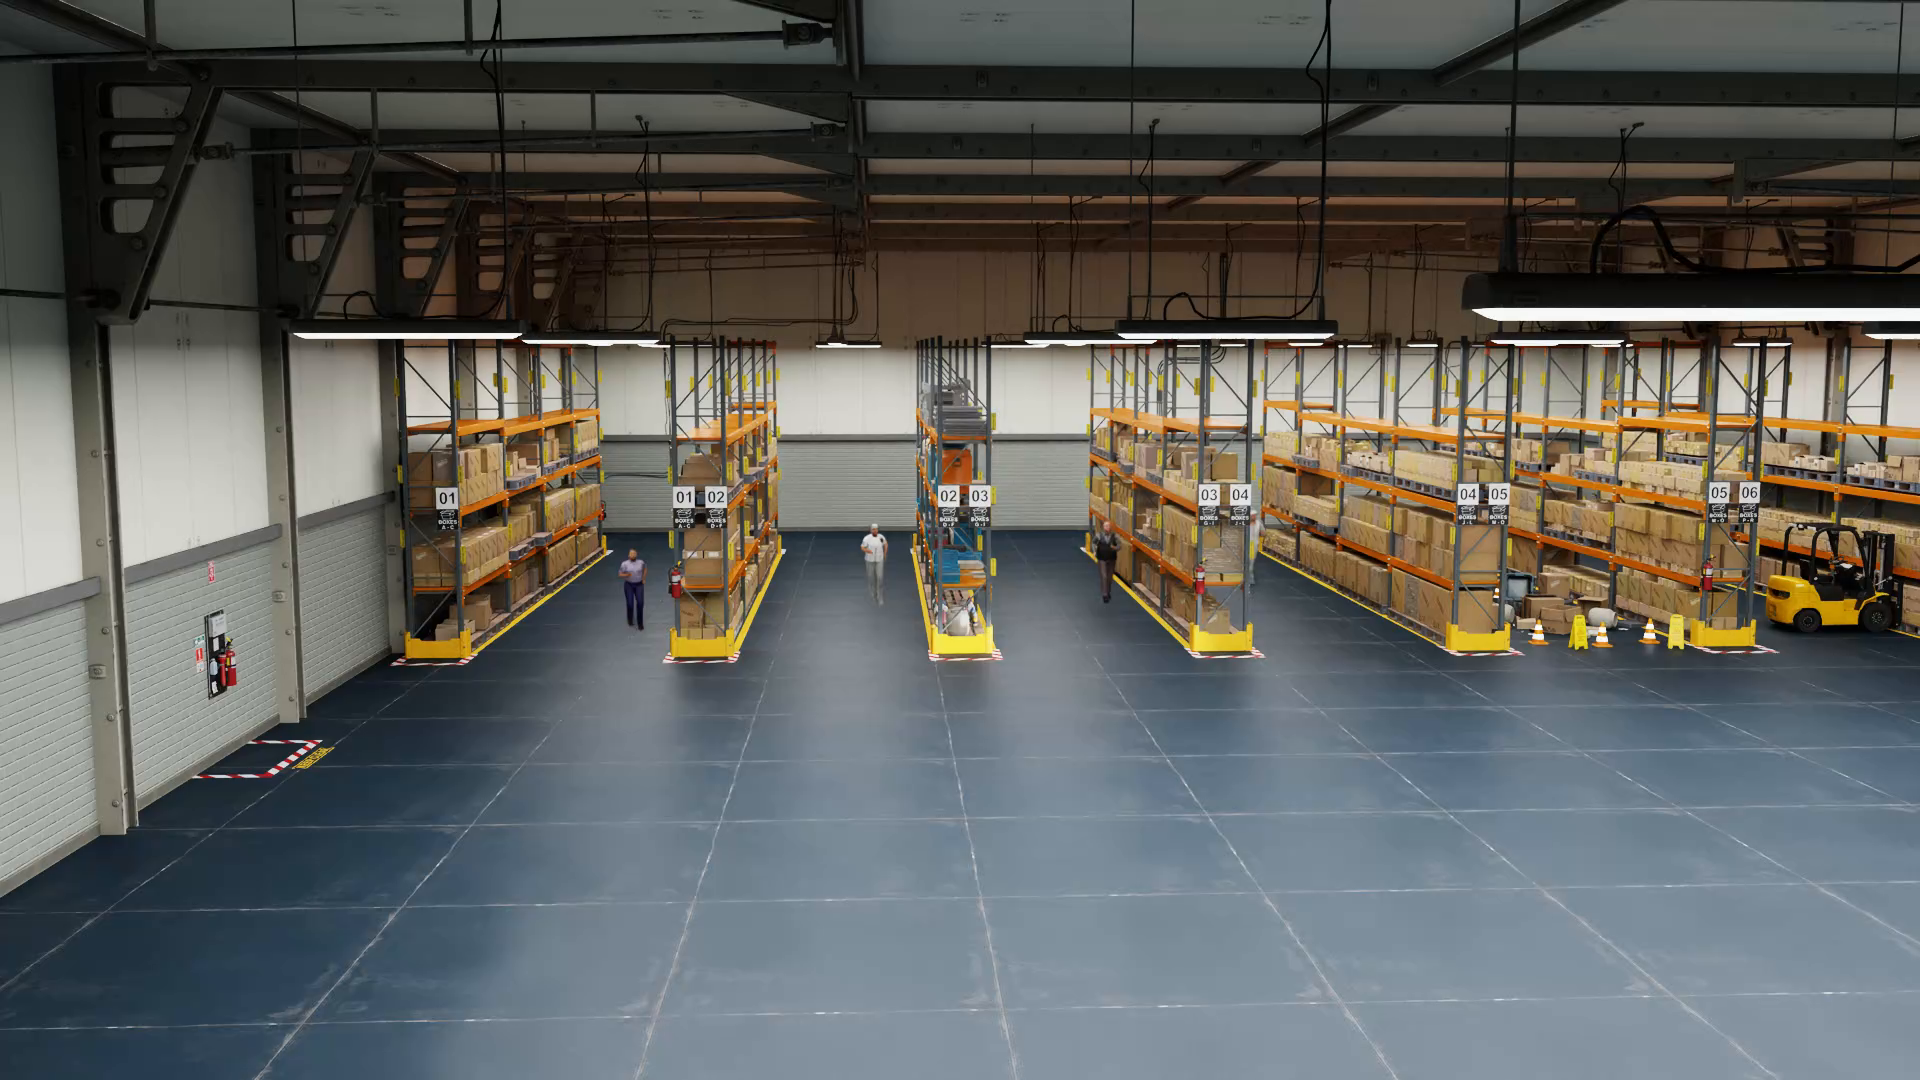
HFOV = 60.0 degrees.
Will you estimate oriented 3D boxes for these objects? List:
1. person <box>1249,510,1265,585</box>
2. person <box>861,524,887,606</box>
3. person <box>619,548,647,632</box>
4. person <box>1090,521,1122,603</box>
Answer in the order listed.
[{"bbox_3d":[7.203,0.162,41.120,0.643,1.844,0.876,-2,7,-15],"label":"person"},{"bbox_3d":[-1.865,0.532,36.317,0.592,1.787,0.707,-1,7,-6],"label":"person"},{"bbox_3d":[-6.724,1.020,34.245,0.592,1.702,0.719,-2,7,-16],"label":"person"},{"bbox_3d":[3.180,0.417,36.103,0.656,1.644,0.787,-1,7,-5],"label":"person"}]
